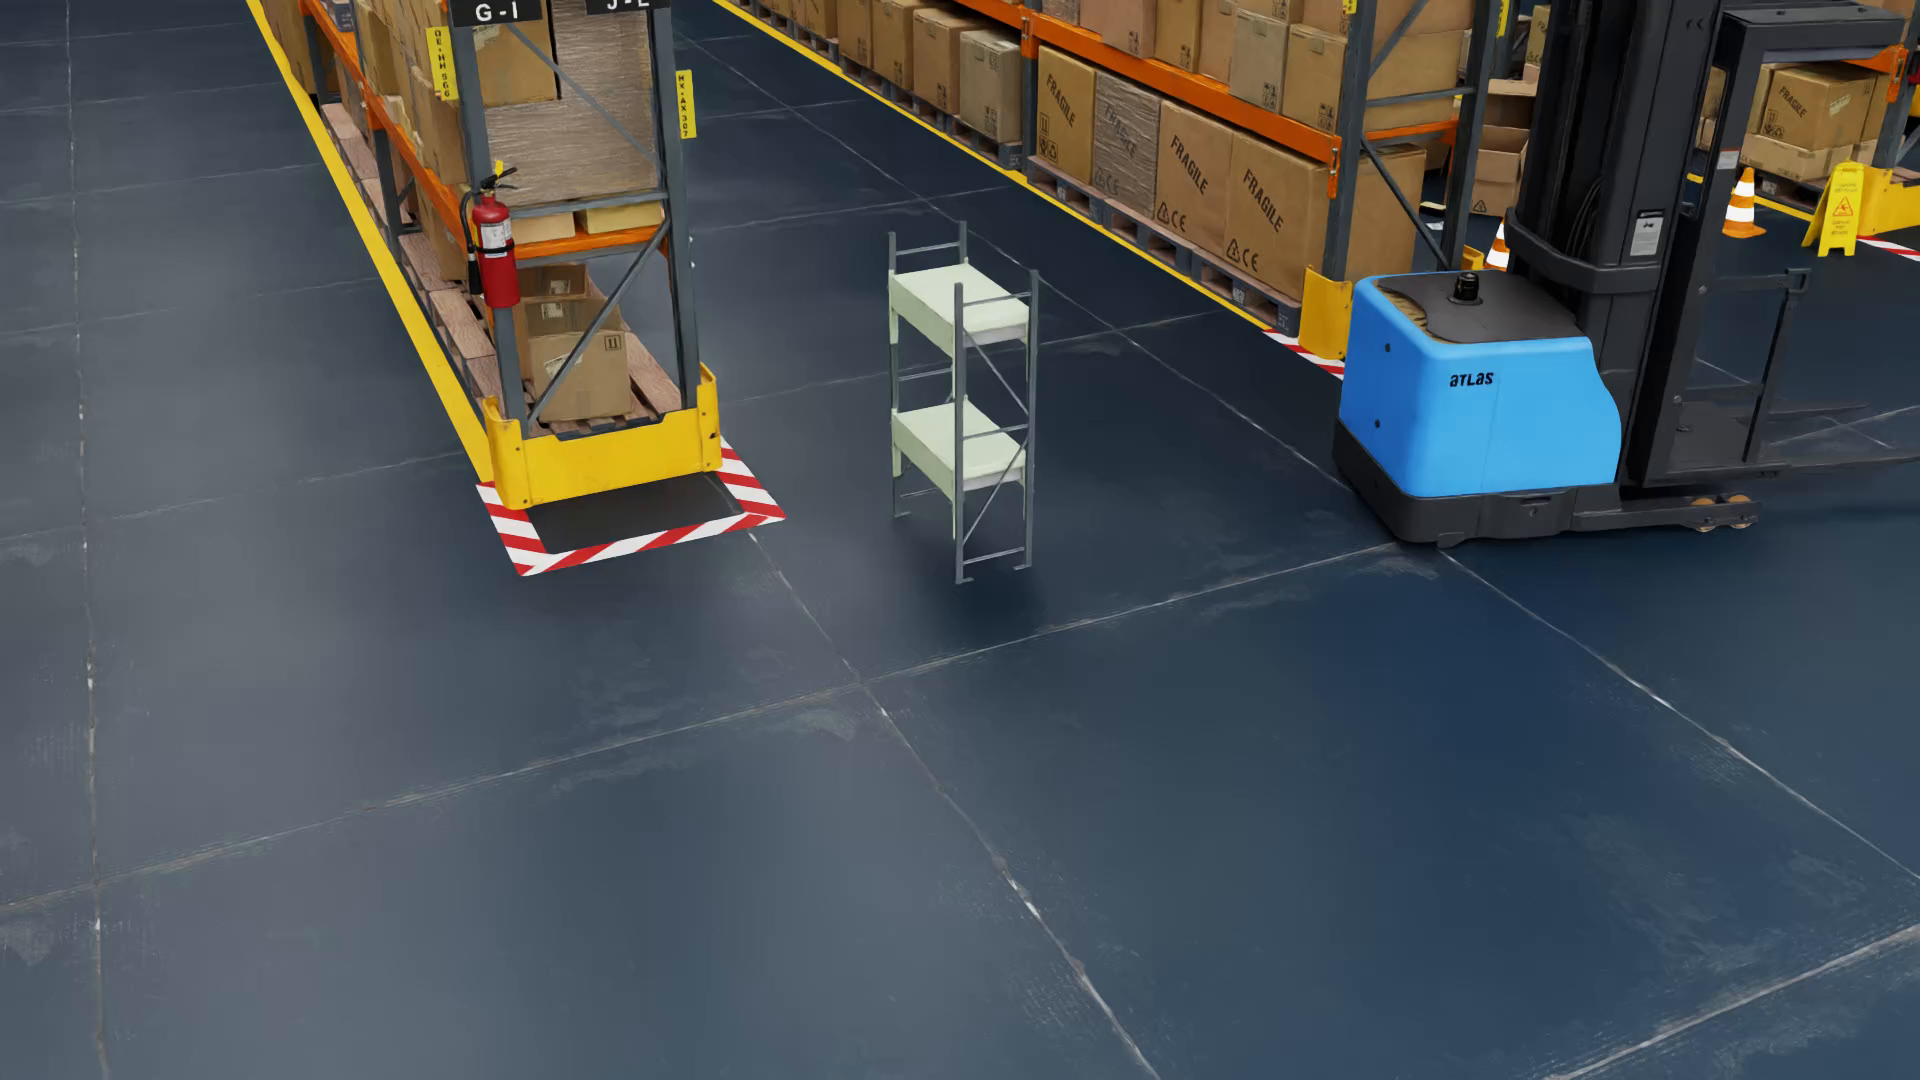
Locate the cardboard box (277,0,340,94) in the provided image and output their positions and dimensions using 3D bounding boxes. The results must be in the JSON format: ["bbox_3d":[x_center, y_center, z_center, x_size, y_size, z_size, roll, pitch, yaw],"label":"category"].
[{"bbox_3d":[-5.541,-4.716,15.337,1.225,0.875,0.875,-15,32,-24],"label":"cardboard box"}]

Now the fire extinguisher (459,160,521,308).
[{"bbox_3d":[-2.196,-1.436,7.823,0.296,0.674,0.183,-13,32,-22],"label":"fire extinguisher"}]

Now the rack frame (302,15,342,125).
[{"bbox_3d":[-5.263,-5.151,14.369,1.000,3.000,0.127,-13,32,-22],"label":"rack frame"}]

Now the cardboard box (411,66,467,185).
[{"bbox_3d":[-2.363,-2.235,8.762,0.875,0.500,0.500,-13,32,-22],"label":"cardboard box"}]

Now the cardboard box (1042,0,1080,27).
[{"bbox_3d":[1.146,-4.286,12.672,0.875,0.550,0.550,-13,32,-22],"label":"cardboard box"}]

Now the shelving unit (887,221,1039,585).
[{"bbox_3d":[0.003,-0.651,7.878,0.431,1.500,0.755,-13,32,-22],"label":"shelving unit"}]

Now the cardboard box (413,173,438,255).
[{"bbox_3d":[-3.410,-2.292,11.396,0.500,0.500,0.500,-14,32,-23],"label":"cardboard box"}]

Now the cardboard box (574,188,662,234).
[{"bbox_3d":[-1.736,-1.683,8.442,0.380,0.149,0.250,-13,32,-22],"label":"cardboard box"}]

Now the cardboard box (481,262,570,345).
[{"bbox_3d":[-2.621,-1.526,10.032,0.500,0.500,0.500,-10,31,-17],"label":"cardboard box"}]

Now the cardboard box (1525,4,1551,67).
[{"bbox_3d":[5.414,-4.458,14.749,0.500,0.500,0.500,-12,31,-20],"label":"cardboard box"}]

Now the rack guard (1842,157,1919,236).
[{"bbox_3d":[7.089,-2.641,12.448,1.175,0.500,0.348,-13,32,-22],"label":"rack guard"}]

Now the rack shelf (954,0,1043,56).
[{"bbox_3d":[0.118,-4.950,14.747,1.077,0.370,4.000,-13,32,-22],"label":"rack shelf"}]

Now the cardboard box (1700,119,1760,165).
[{"bbox_3d":[6.316,-3.213,13.294,0.500,0.250,0.500,-13,32,-22],"label":"cardboard box"}]

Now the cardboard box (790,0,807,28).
[{"bbox_3d":[-1.478,-5.706,17.486,0.500,0.500,0.500,-12,31,-20],"label":"cardboard box"}]

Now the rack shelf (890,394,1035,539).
[{"bbox_3d":[0.003,-0.367,8.037,0.431,0.370,0.720,-13,32,-22],"label":"rack shelf"}]

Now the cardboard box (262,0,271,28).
[{"bbox_3d":[-6.688,-5.896,17.440,1.225,0.875,0.875,-13,32,-22],"label":"cardboard box"}]

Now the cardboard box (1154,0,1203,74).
[{"bbox_3d":[1.846,-3.571,11.398,0.875,0.550,0.500,-13,32,-22],"label":"cardboard box"}]

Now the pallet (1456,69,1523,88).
[{"bbox_3d":[5.069,-4.592,16.223,1.003,0.211,1.213,-13,32,-22],"label":"pallet"}]

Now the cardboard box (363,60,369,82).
[{"bbox_3d":[-3.725,-3.116,10.997,0.380,0.149,0.250,-13,32,-22],"label":"cardboard box"}]

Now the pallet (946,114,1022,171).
[{"bbox_3d":[0.578,-3.489,14.257,1.003,0.211,1.213,-13,32,-22],"label":"pallet"}]

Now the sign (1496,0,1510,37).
[{"bbox_3d":[3.198,-3.140,9.816,0.100,0.325,0.005,-13,32,-22],"label":"sign"}]

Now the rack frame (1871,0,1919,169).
[{"bbox_3d":[7.122,-3.698,11.777,1.000,3.000,0.127,-13,32,-22],"label":"rack frame"}]

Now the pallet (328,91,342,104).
[{"bbox_3d":[-5.534,-4.299,15.700,1.003,0.211,1.213,-13,32,-22],"label":"pallet"}]

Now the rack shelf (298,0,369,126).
[{"bbox_3d":[-4.405,-3.953,12.969,1.077,0.370,4.000,-13,32,-22],"label":"rack shelf"}]

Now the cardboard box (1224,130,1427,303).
[{"bbox_3d":[2.343,-2.156,10.771,0.875,0.875,0.875,-13,32,-22],"label":"cardboard box"}]

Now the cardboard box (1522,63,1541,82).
[{"bbox_3d":[5.414,-4.131,14.932,0.500,0.250,0.500,-15,32,-24],"label":"cardboard box"}]

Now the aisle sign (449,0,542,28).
[{"bbox_3d":[-2.073,-2.660,7.270,0.394,0.787,0.004,-13,32,-22],"label":"aisle sign"}]

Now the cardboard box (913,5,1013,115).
[{"bbox_3d":[0.219,-4.265,14.659,1.050,0.750,0.750,-13,32,-22],"label":"cardboard box"}]

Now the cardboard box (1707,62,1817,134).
[{"bbox_3d":[6.315,-3.538,13.107,0.500,0.500,0.500,-12,31,-20],"label":"cardboard box"}]

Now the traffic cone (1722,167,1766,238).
[{"bbox_3d":[5.772,-2.510,12.253,0.336,0.463,0.334,-13,32,-22],"label":"traffic cone"}]

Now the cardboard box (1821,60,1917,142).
[{"bbox_3d":[7.014,-3.433,12.921,0.500,0.500,0.500,-14,32,-24],"label":"cardboard box"}]

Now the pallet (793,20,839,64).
[{"bbox_3d":[-1.074,-5.277,17.444,1.003,0.211,1.213,-13,32,-22],"label":"pallet"}]

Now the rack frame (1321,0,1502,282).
[{"bbox_3d":[2.694,-2.614,9.844,1.000,3.000,0.127,-13,32,-22],"label":"rack frame"}]

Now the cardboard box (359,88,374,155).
[{"bbox_3d":[-4.458,-3.469,13.476,0.700,0.500,0.500,-10,31,-18],"label":"cardboard box"}]

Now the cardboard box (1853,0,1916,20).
[{"bbox_3d":[6.640,-4.053,12.004,0.500,0.500,0.500,-14,32,-23],"label":"cardboard box"}]

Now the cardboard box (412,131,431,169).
[{"bbox_3d":[-2.876,-2.230,9.417,0.380,0.149,0.250,-13,32,-22],"label":"cardboard box"}]

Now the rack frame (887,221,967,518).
[{"bbox_3d":[-0.154,-0.813,8.166,0.400,1.500,0.023,-13,32,-22],"label":"rack frame"}]

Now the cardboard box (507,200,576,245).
[{"bbox_3d":[-2.138,-1.590,8.275,0.380,0.149,0.250,-13,32,-22],"label":"cardboard box"}]

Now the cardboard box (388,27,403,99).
[{"bbox_3d":[-2.920,-2.917,9.979,0.875,0.500,0.500,-13,32,-22],"label":"cardboard box"}]

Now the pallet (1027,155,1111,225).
[{"bbox_3d":[1.233,-2.812,13.049,1.003,0.211,1.213,-13,32,-22],"label":"pallet"}]

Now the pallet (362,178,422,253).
[{"bbox_3d":[-3.882,-2.511,12.512,1.003,0.211,1.213,-13,32,-22],"label":"pallet"}]

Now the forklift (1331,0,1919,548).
[{"bbox_3d":[3.550,-1.570,8.053,3.031,2.935,1.130,-5,30,-8],"label":"forklift"}]

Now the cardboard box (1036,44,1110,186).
[{"bbox_3d":[1.184,-3.344,12.890,0.875,0.875,0.875,-13,32,-21],"label":"cardboard box"}]

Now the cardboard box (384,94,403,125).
[{"bbox_3d":[-3.311,-2.671,10.203,0.380,0.149,0.250,-13,32,-22],"label":"cardboard box"}]

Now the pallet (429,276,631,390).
[{"bbox_3d":[-2.698,-1.339,10.421,1.003,0.211,1.213,-13,32,-22],"label":"pallet"}]

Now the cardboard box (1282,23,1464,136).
[{"bbox_3d":[2.494,-2.833,10.083,0.875,0.550,0.550,-13,32,-22],"label":"cardboard box"}]

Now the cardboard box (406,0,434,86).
[{"bbox_3d":[-2.508,-2.637,8.457,0.500,0.500,0.500,-13,32,-22],"label":"cardboard box"}]

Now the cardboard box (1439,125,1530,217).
[{"bbox_3d":[4.081,-2.853,12.824,0.637,0.503,0.797,13,32,21],"label":"cardboard box"}]

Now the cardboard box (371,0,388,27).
[{"bbox_3d":[-3.152,-3.300,9.639,0.500,0.500,0.500,-13,32,-22],"label":"cardboard box"}]
